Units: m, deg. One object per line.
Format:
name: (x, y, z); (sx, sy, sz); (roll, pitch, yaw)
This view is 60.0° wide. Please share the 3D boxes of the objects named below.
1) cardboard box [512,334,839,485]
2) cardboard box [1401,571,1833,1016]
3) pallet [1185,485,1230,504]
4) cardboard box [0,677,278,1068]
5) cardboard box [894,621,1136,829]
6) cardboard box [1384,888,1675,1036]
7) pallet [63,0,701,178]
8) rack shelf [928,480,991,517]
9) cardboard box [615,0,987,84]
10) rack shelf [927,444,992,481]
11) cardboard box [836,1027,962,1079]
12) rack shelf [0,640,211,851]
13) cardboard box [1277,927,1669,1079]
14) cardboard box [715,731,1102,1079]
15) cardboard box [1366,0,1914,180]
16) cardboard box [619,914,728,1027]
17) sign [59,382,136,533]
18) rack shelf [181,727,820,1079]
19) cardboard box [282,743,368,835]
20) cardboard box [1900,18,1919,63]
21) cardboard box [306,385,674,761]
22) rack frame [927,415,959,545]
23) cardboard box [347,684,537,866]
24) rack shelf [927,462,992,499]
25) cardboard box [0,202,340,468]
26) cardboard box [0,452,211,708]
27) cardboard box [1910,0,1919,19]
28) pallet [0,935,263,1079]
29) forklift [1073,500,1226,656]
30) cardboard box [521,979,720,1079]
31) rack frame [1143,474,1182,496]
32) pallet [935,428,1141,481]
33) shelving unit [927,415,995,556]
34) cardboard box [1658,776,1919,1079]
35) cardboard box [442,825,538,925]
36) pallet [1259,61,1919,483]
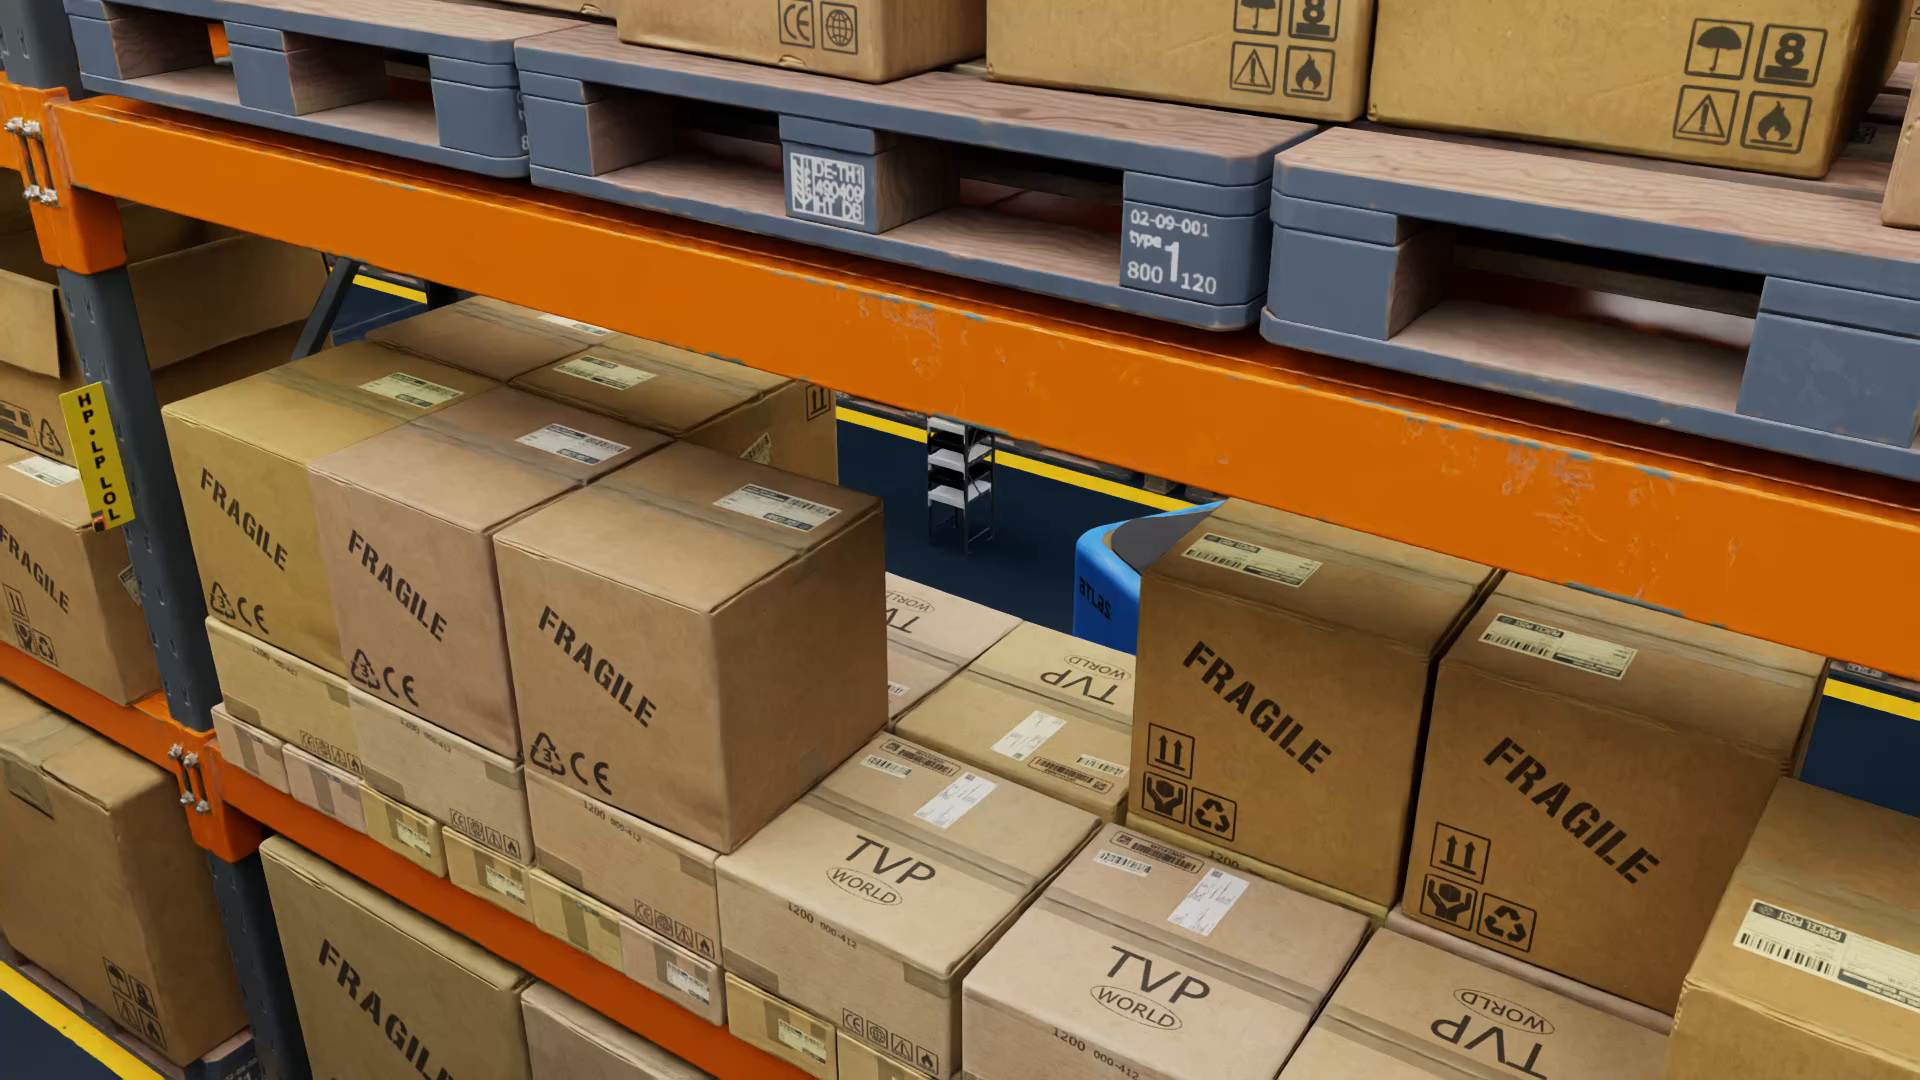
cardboard box: (-0.624, -0.154, 3.756); (0.500, 0.500, 0.500); (18, 32, 31)
cardboard box: (1.078, 0.372, 2.722); (0.500, 0.500, 0.500); (16, 31, 29)
pallet: (1.868, -0.337, 8.179); (1.213, 0.211, 1.003); (17, 32, 30)
cardboard box: (-2.103, 0.701, 4.945); (0.875, 0.875, 1.225); (17, 32, 30)
cardboard box: (0.212, 0.442, 3.412); (0.500, 0.250, 0.500); (17, 31, 29)
cardboard box: (1.058, 0.704, 2.897); (0.500, 0.250, 0.500); (17, 31, 30)
pallet: (-0.896, -0.985, 3.170); (1.213, 0.211, 1.003); (17, 32, 30)
rack shelf: (0.007, -0.209, 7.639); (0.200, 0.077, 0.258); (17, 32, 30)
cardboard box: (-0.094, -1.010, 2.436); (0.500, 0.500, 0.700); (19, 33, 32)
rack shelf: (0.007, -0.369, 7.557); (0.200, 0.077, 0.258); (17, 32, 30)
cardboard box: (-0.007, 0.876, 2.998); (0.250, 0.149, 0.380); (18, 32, 31)
rack shelf: (-3.213, -0.095, 5.423); (4.000, 0.370, 1.077); (17, 32, 30)
cardboard box: (0.765, 0.904, 2.505); (0.500, 0.250, 0.500); (17, 31, 29)
cardboard box: (-0.086, 0.641, 3.021); (0.500, 0.250, 0.500); (17, 32, 30)
cardboard box: (0.878, -0.791, 2.007); (0.500, 0.500, 0.700); (16, 31, 29)
cardboard box: (-0.440, 0.743, 3.260); (0.250, 0.149, 0.380); (18, 32, 31)
sign: (-1.864, -0.178, 3.602); (0.005, 0.325, 0.100); (17, 32, 30)
rack shelf: (0.084, 0.932, 3.405); (4.000, 0.370, 1.077); (17, 32, 30)
cardboard box: (-1.293, 0.478, 3.781); (0.250, 0.149, 0.380); (16, 31, 29)
cardboard box: (5.983, -2.898, 10.026); (0.500, 0.500, 0.500); (18, 32, 31)
cardboard box: (-0.913, 0.046, 3.363); (0.500, 0.500, 0.500); (17, 32, 30)
rack frame: (-0.077, -0.425, 7.593); (0.006, 0.900, 0.240); (17, 32, 30)
cardboard box: (-0.919, 0.380, 3.533); (0.500, 0.250, 0.500); (17, 32, 30)
rack shelf: (0.007, -0.289, 7.598); (0.200, 0.077, 0.258); (17, 32, 30)
cardboard box: (-2.096, -0.555, 4.317); (0.637, 0.503, 0.797); (16, 31, 29)
cardboard box: (-2.105, 0.035, 4.263); (0.500, 0.500, 0.500); (17, 32, 30)
cardboard box: (5.975, -3.340, 9.793); (0.500, 0.500, 0.500); (18, 32, 32)
pallet: (-2.243, 1.171, 5.217); (1.213, 0.211, 1.003); (17, 32, 30)
forklift: (1.426, 0.137, 4.249); (1.130, 2.935, 3.031); (-11, 29, -21)
cardboard box: (-0.324, 1.288, 3.791); (0.875, 0.875, 0.875); (17, 32, 30)
rack frame: (1.240, -1.754, 7.889); (0.127, 3.000, 1.000); (17, 32, 30)
pallet: (0.627, -0.725, 8.942); (1.213, 0.211, 1.003); (17, 32, 30)
shelving unit: (0.007, -0.399, 7.542); (0.210, 0.900, 0.258); (17, 32, 30)
cardboard box: (1.182, 0.698, 2.081); (0.500, 0.500, 0.500); (18, 32, 31)
cardboard box: (-0.857, 0.612, 3.517); (0.250, 0.149, 0.380); (16, 31, 29)
pallet: (1.115, -0.359, 1.939); (1.213, 0.211, 1.003); (17, 32, 30)
